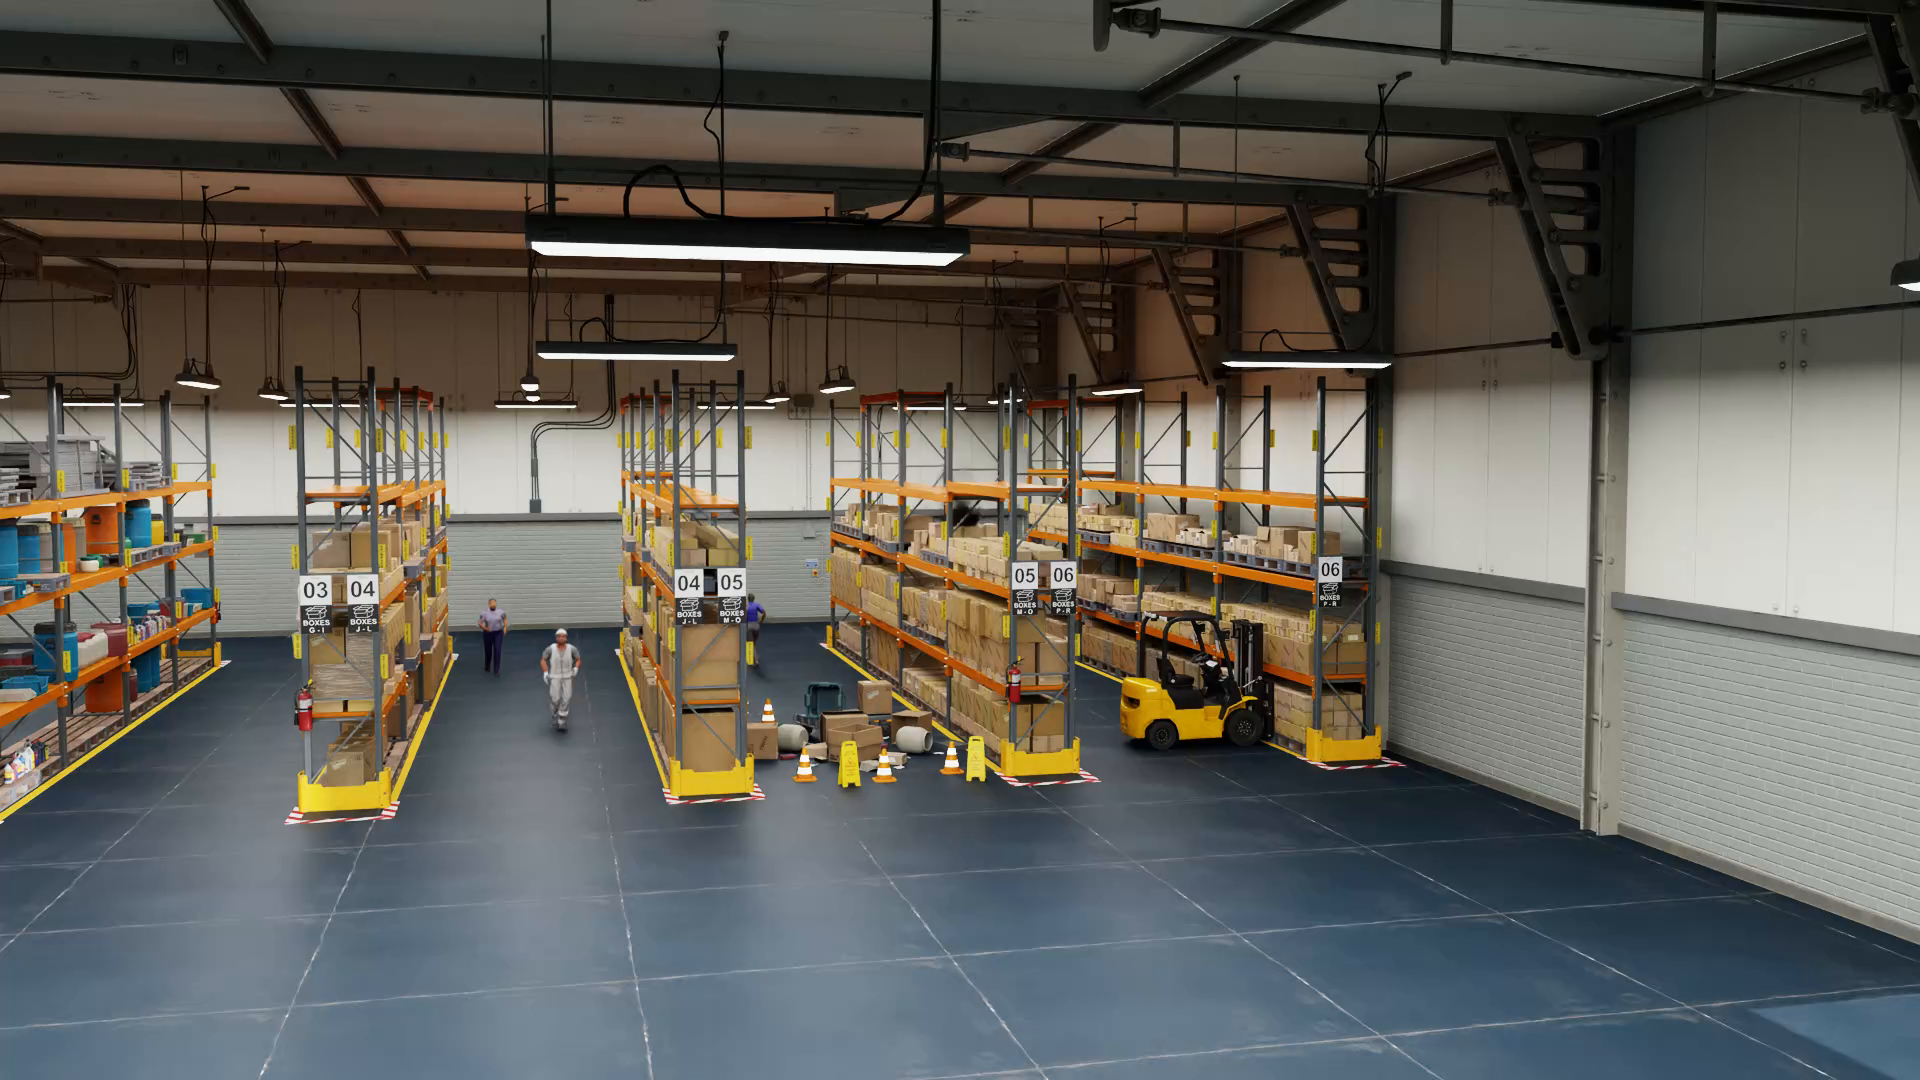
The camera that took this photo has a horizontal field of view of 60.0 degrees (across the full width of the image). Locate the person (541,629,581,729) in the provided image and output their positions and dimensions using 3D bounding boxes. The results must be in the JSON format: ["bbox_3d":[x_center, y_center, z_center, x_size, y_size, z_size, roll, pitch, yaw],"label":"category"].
[{"bbox_3d":[-6.881,2.408,28.782,0.668,1.747,0.583,-1,4,-19],"label":"person"}]

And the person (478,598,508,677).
[{"bbox_3d":[-9.983,2.075,35.571,0.628,1.653,0.803,-1,4,-20],"label":"person"}]

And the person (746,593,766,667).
[{"bbox_3d":[-4.573,2.021,36.553,0.551,1.700,0.796,-2,4,-26],"label":"person"}]
